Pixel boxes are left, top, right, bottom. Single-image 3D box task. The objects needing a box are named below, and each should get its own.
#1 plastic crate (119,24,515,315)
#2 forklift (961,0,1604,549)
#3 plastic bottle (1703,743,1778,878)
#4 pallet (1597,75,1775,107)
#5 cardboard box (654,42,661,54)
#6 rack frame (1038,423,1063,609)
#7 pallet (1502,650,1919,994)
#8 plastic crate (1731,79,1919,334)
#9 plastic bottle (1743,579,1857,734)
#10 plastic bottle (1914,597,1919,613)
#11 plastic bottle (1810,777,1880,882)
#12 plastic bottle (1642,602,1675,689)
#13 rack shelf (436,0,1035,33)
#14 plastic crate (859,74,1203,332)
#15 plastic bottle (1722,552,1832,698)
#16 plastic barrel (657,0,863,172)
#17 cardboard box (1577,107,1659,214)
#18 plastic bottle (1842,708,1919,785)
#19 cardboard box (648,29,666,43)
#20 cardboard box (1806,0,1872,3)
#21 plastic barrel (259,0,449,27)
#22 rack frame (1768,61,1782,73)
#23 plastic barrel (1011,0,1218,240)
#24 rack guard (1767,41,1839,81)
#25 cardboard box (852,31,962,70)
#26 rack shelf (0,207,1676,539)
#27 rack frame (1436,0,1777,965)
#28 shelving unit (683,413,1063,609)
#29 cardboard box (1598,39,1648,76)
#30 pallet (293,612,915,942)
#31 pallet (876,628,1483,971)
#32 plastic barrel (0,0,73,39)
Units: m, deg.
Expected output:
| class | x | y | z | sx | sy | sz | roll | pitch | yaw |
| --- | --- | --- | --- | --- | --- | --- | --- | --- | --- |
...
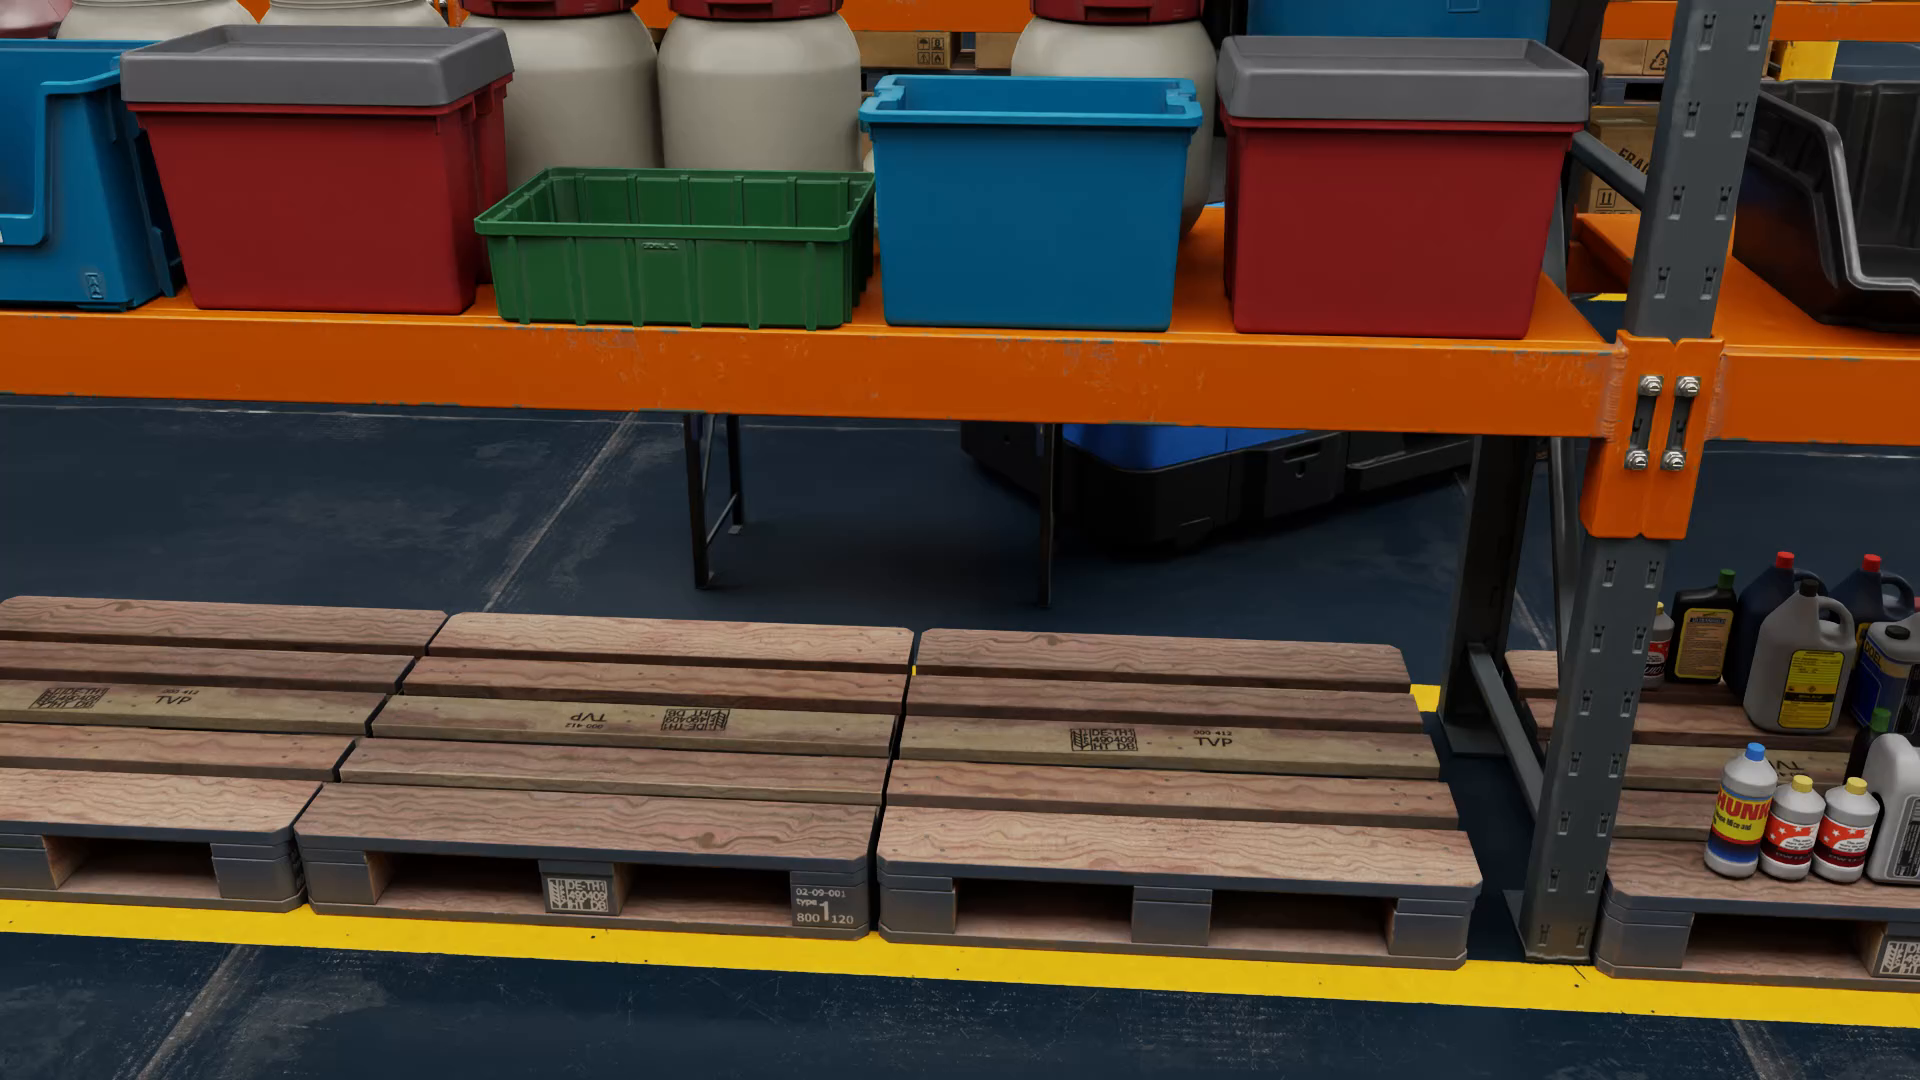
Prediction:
| class | x | y | z | sx | sy | sz | roll | pitch | yaw |
| --- | --- | --- | --- | --- | --- | --- | --- | --- | --- |
| plastic crate | -1.148 | -0.688 | 3.081 | 0.583 | 0.464 | 0.402 | 2 | 25 | 4 |
| forklift | 1.532 | -1.746 | 5.538 | 3.031 | 2.935 | 1.130 | -14 | 28 | -28 |
| plastic bottle | 1.537 | 0.522 | 3.265 | 0.097 | 0.271 | 0.097 | 0 | 25 | 0 |
| pallet | 5.297 | -3.437 | 12.467 | 1.213 | 0.211 | 1.003 | 2 | 25 | 4 |
| cardboard box | -1.686 | -2.299 | 8.224 | 0.500 | 0.250 | 0.500 | 3 | 25 | 6 |
| rack frame | 0.271 | -0.586 | 4.729 | 0.032 | 1.500 | 0.500 | 3 | 25 | 6 |
| pallet | 1.919 | 0.595 | 3.704 | 1.213 | 0.211 | 1.003 | 2 | 25 | 4 |
| plastic crate | 1.765 | -0.613 | 3.067 | 0.504 | 0.338 | 0.767 | 2 | 25 | 4 |
| plastic bottle | 1.906 | 0.254 | 3.753 | 0.185 | 0.351 | 0.144 | 2 | 25 | 4 |
| plastic bottle | 2.274 | 0.218 | 3.911 | 0.133 | 0.283 | 0.061 | 3 | 25 | 8 |
| plastic bottle | 1.740 | 0.560 | 3.265 | 0.097 | 0.201 | 0.097 | 0 | 25 | 0 |
| plastic bottle | 1.638 | 0.243 | 3.956 | 0.097 | 0.201 | 0.097 | 0 | 25 | 0 |
| rack shelf | -0.362 | -2.512 | 7.981 | 4.000 | 0.370 | 1.077 | 2 | 25 | 4 |
| plastic crate | 0.129 | -0.609 | 3.004 | 0.575 | 0.384 | 0.392 | 2 | 25 | 4 |
| plastic bottle | 1.917 | 0.194 | 3.884 | 0.185 | 0.351 | 0.144 | 1 | 25 | 3 |
| plastic barrel | -0.416 | -0.918 | 3.493 | 0.433 | 0.535 | 0.433 | 0 | 25 | 0 |
| cardboard box | 3.224 | -1.798 | 8.058 | 0.500 | 0.500 | 0.500 | 0 | 25 | -1 |
| plastic bottle | 1.869 | 0.471 | 3.361 | 0.133 | 0.283 | 0.061 | 2 | 25 | 4 |
| cardboard box | -2.552 | -3.934 | 12.699 | 0.500 | 0.500 | 0.500 | 2 | 25 | 4 |
| cardboard box | 3.816 | -2.460 | 7.308 | 0.250 | 0.149 | 0.380 | 2 | 25 | 4 |
| plastic barrel | -1.274 | -0.932 | 3.553 | 0.421 | 0.512 | 0.421 | 0 | 25 | 0 |
| rack frame | 6.101 | -4.711 | 11.899 | 0.127 | 3.000 | 1.000 | 2 | 25 | 4 |
| plastic barrel | 0.316 | -0.894 | 3.442 | 0.433 | 0.535 | 0.433 | 0 | 25 | 0 |
| rack guard | 6.124 | -3.574 | 12.420 | 0.348 | 0.500 | 1.175 | 2 | 25 | 4 |
| cardboard box | -0.404 | -4.052 | 12.657 | 0.750 | 0.750 | 1.050 | 2 | 25 | 5 |
| rack shelf | -0.741 | -0.448 | 3.495 | 4.000 | 0.370 | 1.077 | 2 | 25 | 4 |
| rack frame | 1.253 | -0.710 | 3.206 | 0.127 | 3.000 | 1.000 | 2 | 25 | 4 |
| shelving unit | -0.234 | -0.611 | 4.784 | 1.048 | 1.500 | 0.538 | 3 | 25 | 6 |
| cardboard box | 4.542 | -3.958 | 12.302 | 0.875 | 0.875 | 0.875 | 1 | 25 | 3 |
| pallet | -0.753 | 0.509 | 3.890 | 1.213 | 0.211 | 1.003 | 2 | 25 | 4 |
| pallet | 0.467 | 0.547 | 3.808 | 1.213 | 0.211 | 1.003 | 2 | 25 | 4 |
| plastic barrel | -2.250 | -1.012 | 3.697 | 0.708 | 0.536 | 0.600 | 2 | 25 | 4 |
